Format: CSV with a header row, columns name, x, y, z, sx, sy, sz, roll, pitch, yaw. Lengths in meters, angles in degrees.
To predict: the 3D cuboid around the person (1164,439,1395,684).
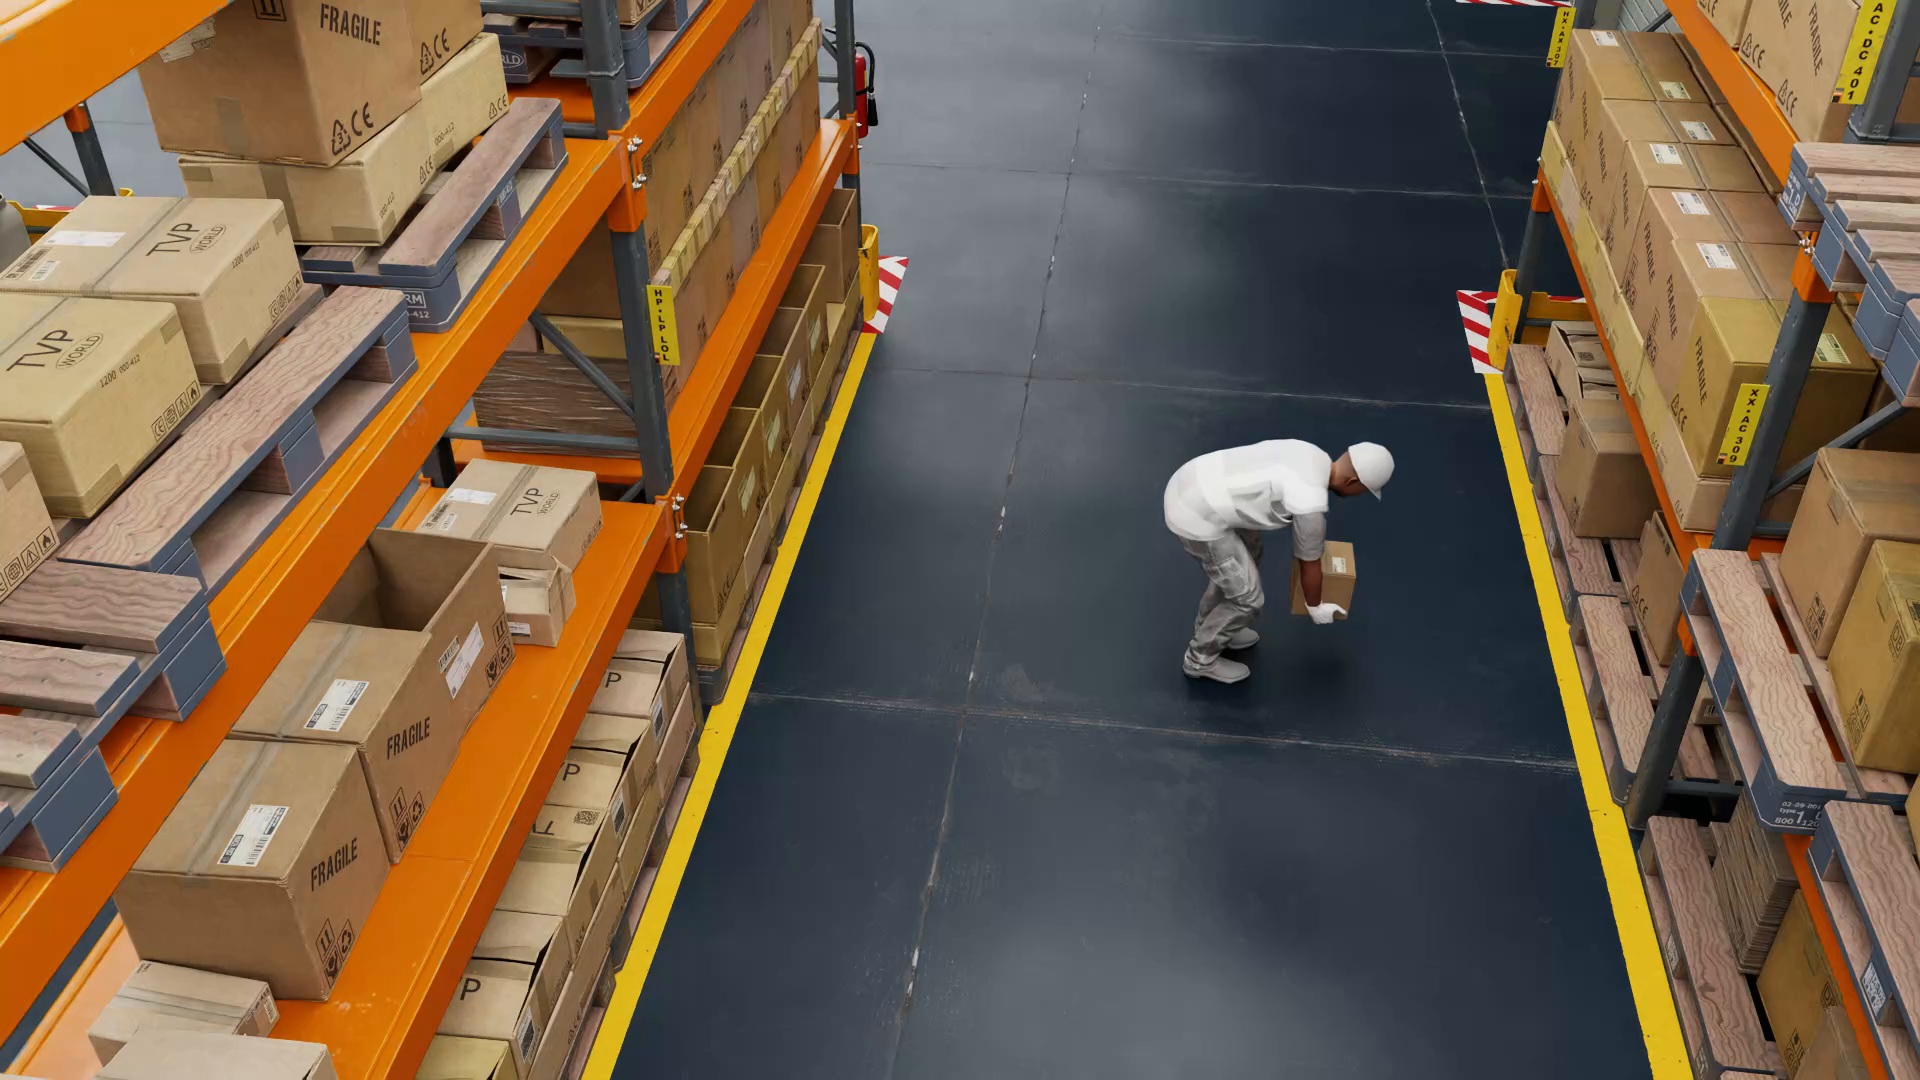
name,x,y,z,sx,sy,sz,roll,pitch,yaw
person,1.378,0.065,7.437,0.962,1.191,0.523,3,36,4
